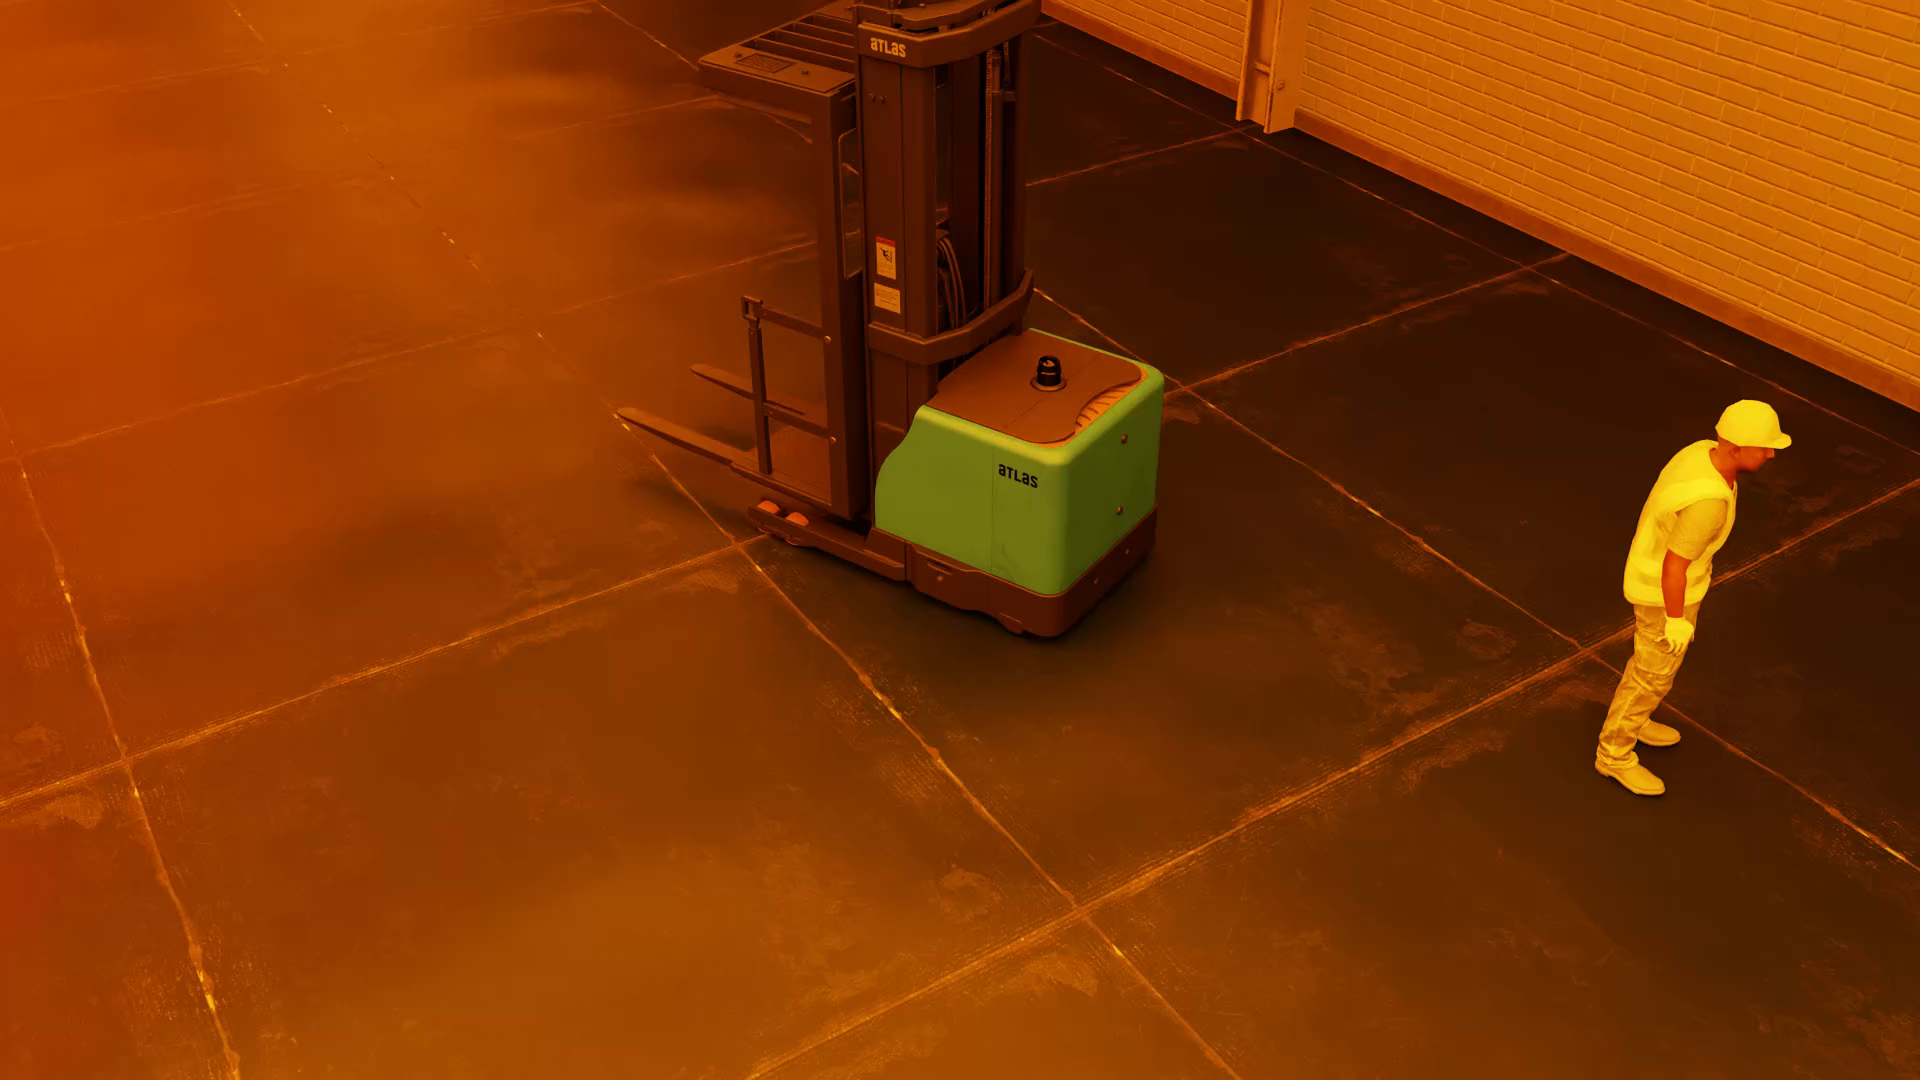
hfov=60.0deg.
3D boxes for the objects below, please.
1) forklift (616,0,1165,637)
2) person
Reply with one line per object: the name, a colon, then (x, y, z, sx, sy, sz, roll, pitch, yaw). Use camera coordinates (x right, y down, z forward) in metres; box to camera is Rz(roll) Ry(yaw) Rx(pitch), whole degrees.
forklift: (-0.500, -1.399, 8.138, 3.031, 2.935, 1.130, 22, 41, 28)
person: (2.974, 0.201, 6.871, 0.451, 1.773, 0.626, 16, 38, 22)
